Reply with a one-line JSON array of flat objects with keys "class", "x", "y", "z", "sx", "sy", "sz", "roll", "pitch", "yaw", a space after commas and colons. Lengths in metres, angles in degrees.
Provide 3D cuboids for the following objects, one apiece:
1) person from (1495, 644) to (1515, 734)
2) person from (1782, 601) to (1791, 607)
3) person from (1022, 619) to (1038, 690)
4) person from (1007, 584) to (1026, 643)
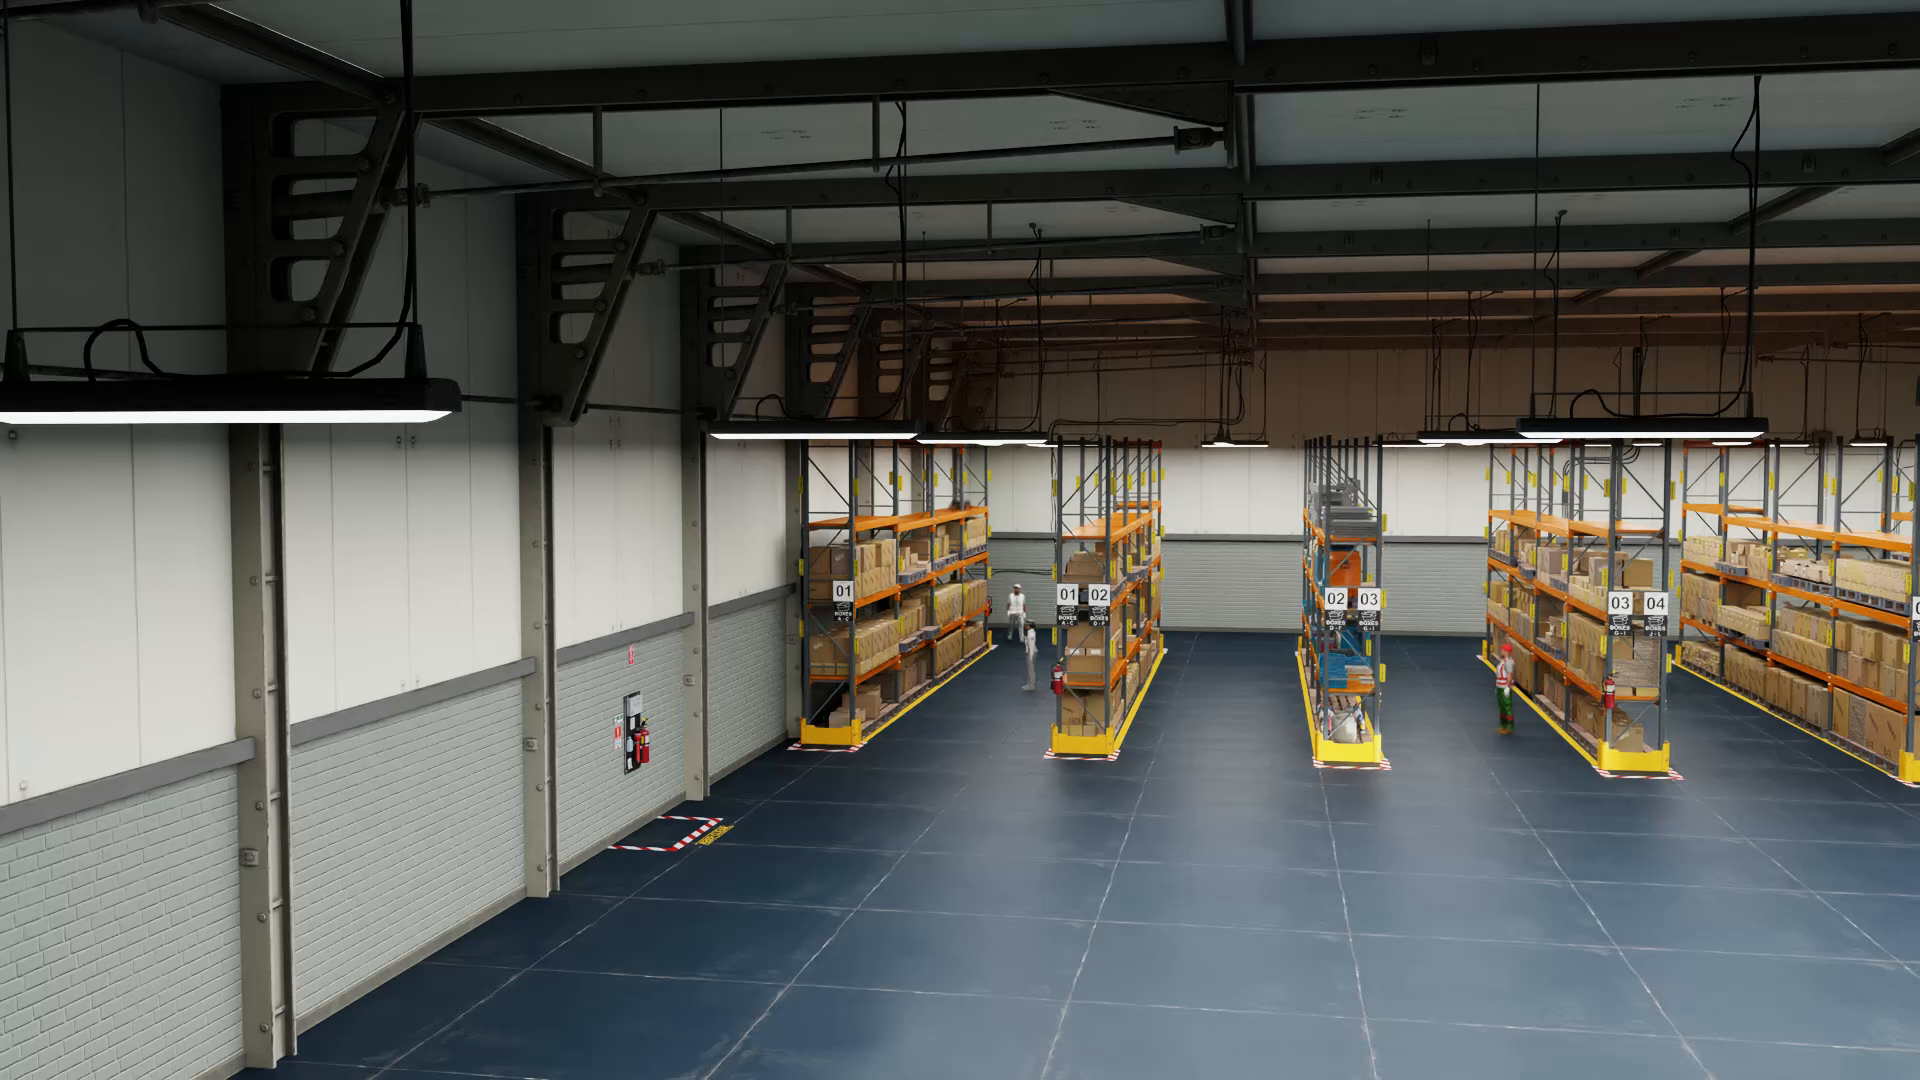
[{"class": "person", "x": 11.026, "y": 3.002, "z": 33.700, "sx": 0.421, "sy": 1.794, "sz": 0.574, "roll": 0, "pitch": 3, "yaw": -8}, {"class": "person", "x": 22.485, "y": 2.454, "z": 45.276, "sx": 0.439, "sy": 1.591, "sz": 0.417, "roll": 1, "pitch": 3, "yaw": 13}, {"class": "person", "x": 1.674, "y": 2.737, "z": 39.734, "sx": 0.371, "sy": 1.674, "sz": 0.519, "roll": 0, "pitch": 3, "yaw": -1}, {"class": "person", "x": 1.677, "y": 2.178, "z": 49.372, "sx": 0.625, "sy": 1.730, "sz": 1.082, "roll": -1, "pitch": 3, "yaw": -15}]
